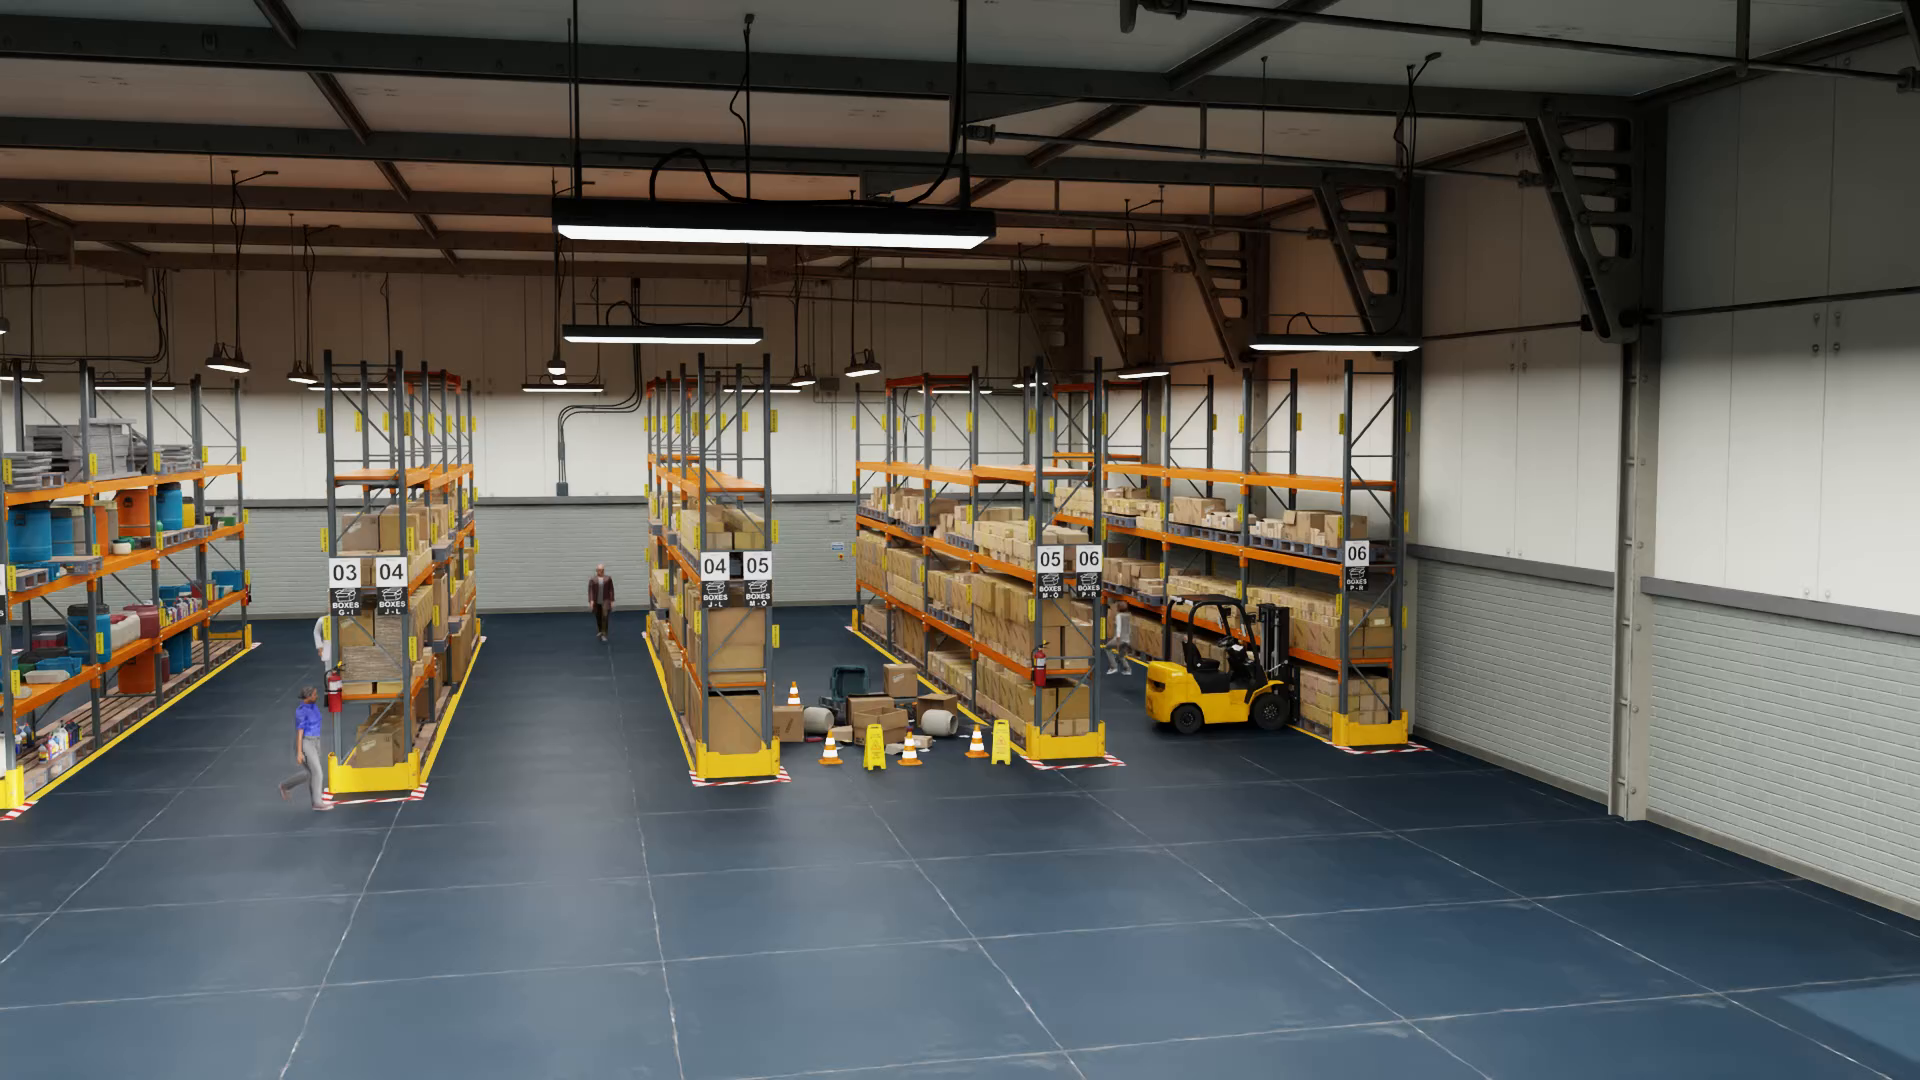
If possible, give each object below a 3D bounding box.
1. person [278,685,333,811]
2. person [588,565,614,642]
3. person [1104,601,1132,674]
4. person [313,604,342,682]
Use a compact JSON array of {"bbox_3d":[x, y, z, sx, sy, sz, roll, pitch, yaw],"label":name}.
[{"bbox_3d":[-8.506,2.679,21.623,0.835,1.610,0.526,1,4,8],"label":"person"},{"bbox_3d":[-8.318,1.439,38.463,0.572,1.732,1.060,0,4,-2],"label":"person"},{"bbox_3d":[3.065,1.857,31.482,0.429,1.415,0.686,-2,4,-26],"label":"person"},{"bbox_3d":[-11.610,2.000,30.804,0.681,1.749,0.663,-2,4,-22],"label":"person"}]
